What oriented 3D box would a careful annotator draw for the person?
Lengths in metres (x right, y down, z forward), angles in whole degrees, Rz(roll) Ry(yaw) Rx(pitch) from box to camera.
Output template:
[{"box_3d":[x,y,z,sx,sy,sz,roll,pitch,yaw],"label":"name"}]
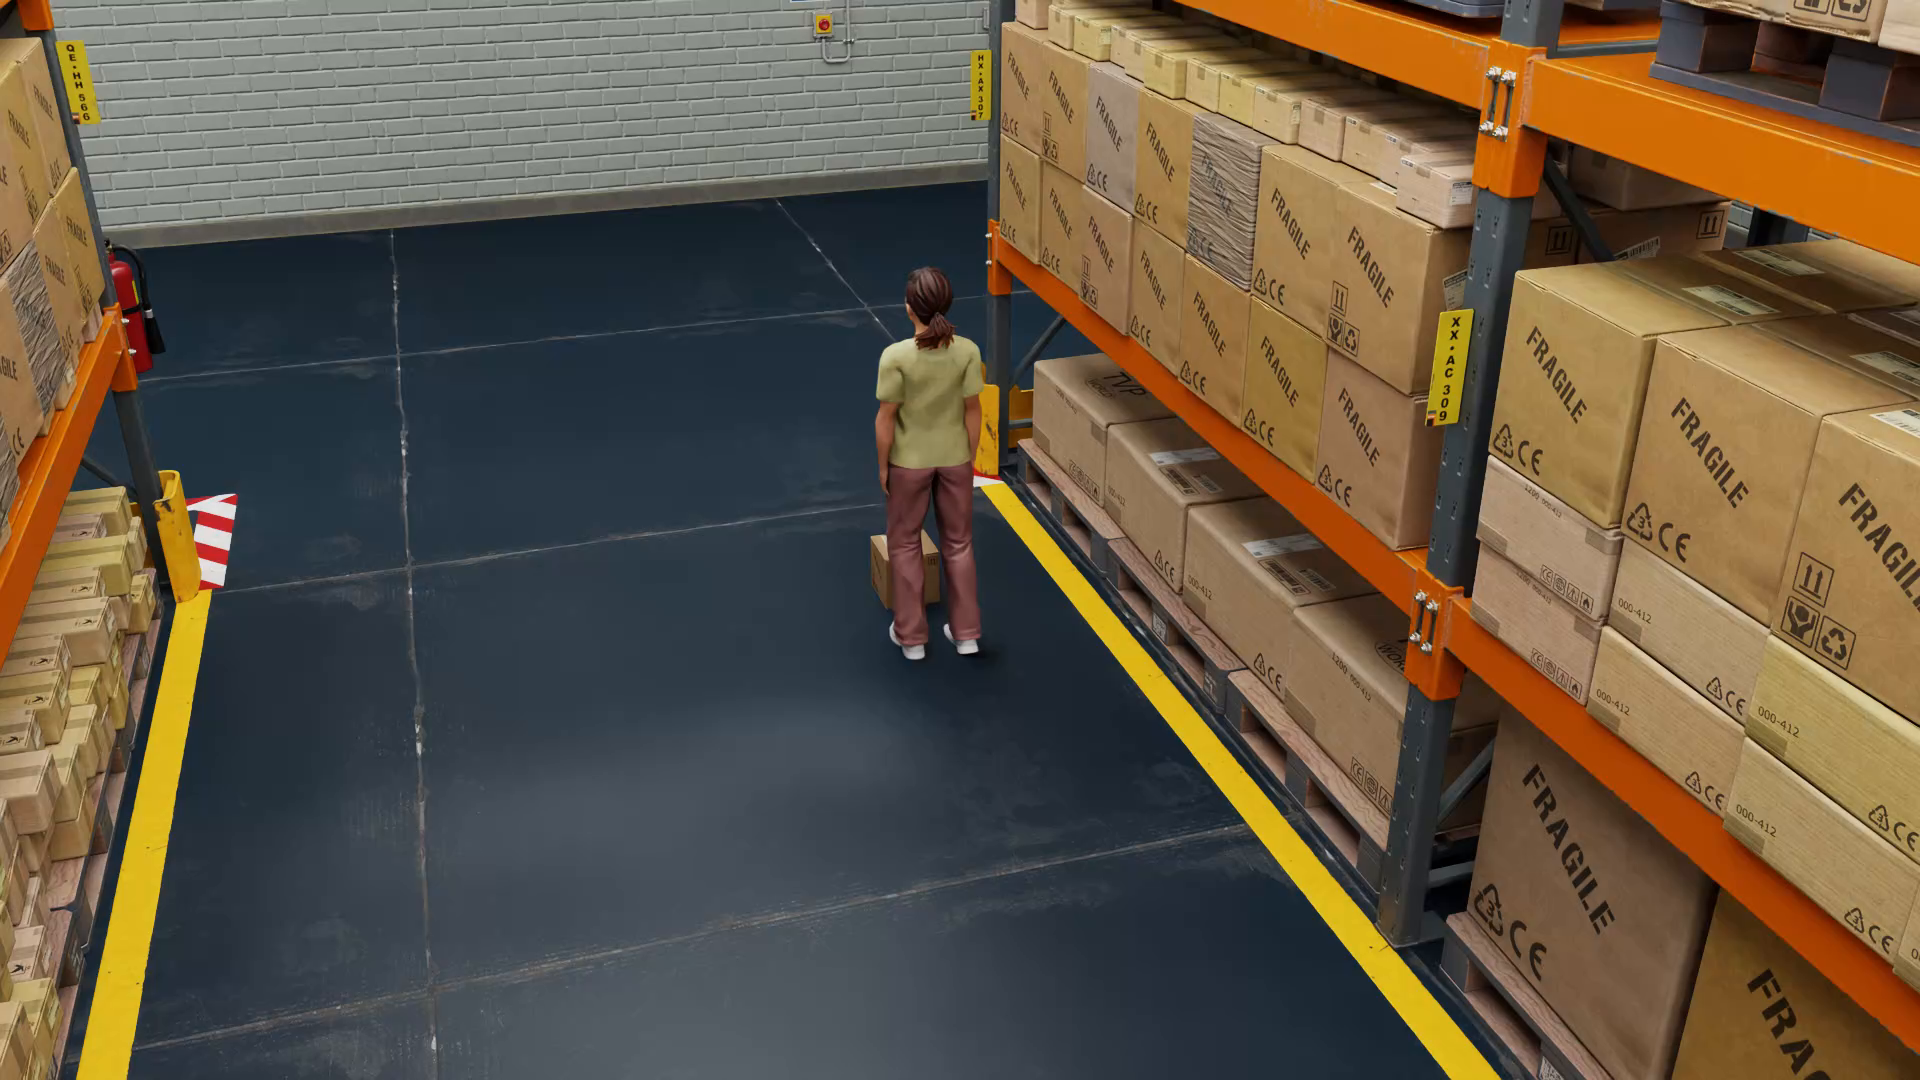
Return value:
[{"box_3d":[-0.128,-0.281,6.725,0.439,1.696,0.372,-7,27,-13],"label":"person"}]
